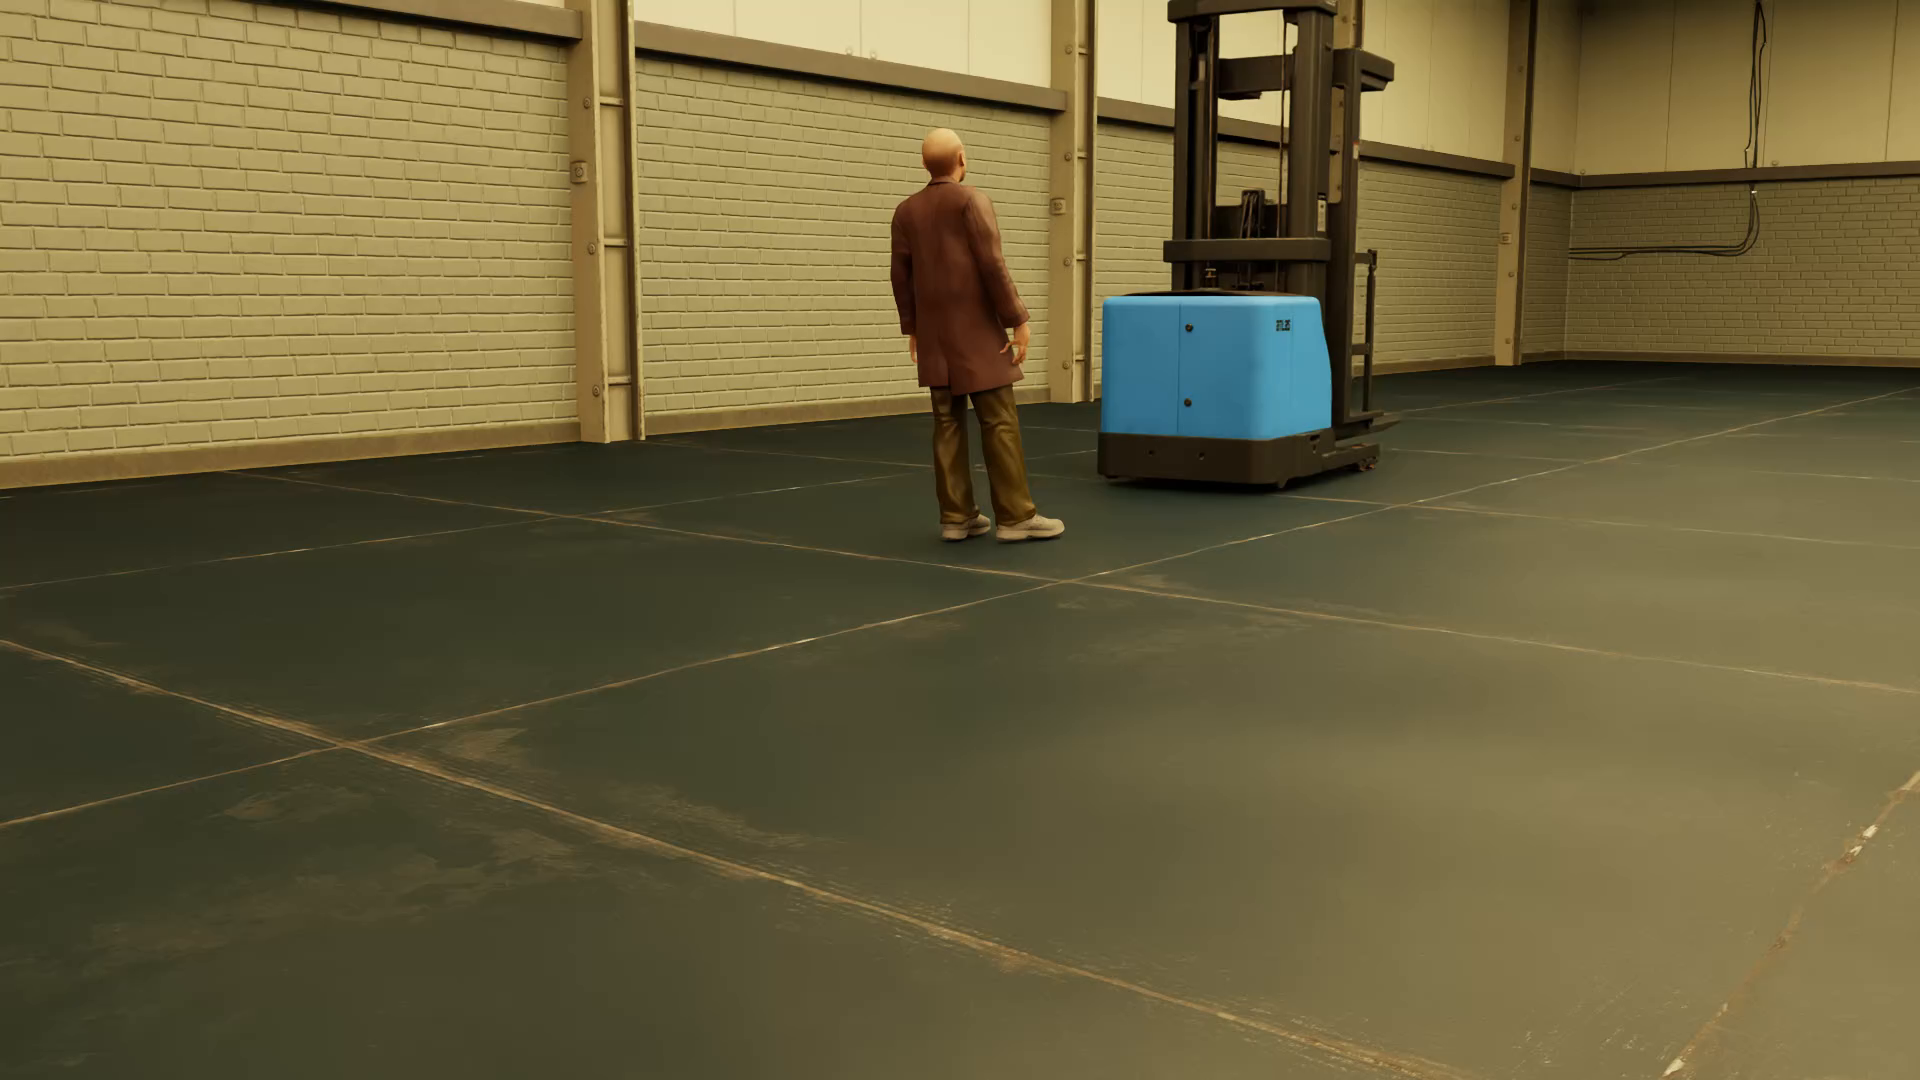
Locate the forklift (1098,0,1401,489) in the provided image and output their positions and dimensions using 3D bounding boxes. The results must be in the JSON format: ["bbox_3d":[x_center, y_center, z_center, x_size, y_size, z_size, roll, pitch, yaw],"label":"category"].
[{"bbox_3d":[1.983,-1.900,10.266,1.130,2.935,3.031,5,10,31],"label":"forklift"}]

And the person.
[{"bbox_3d":[0.061,-0.897,7.344,0.698,1.777,0.579,7,11,38],"label":"person"}]
